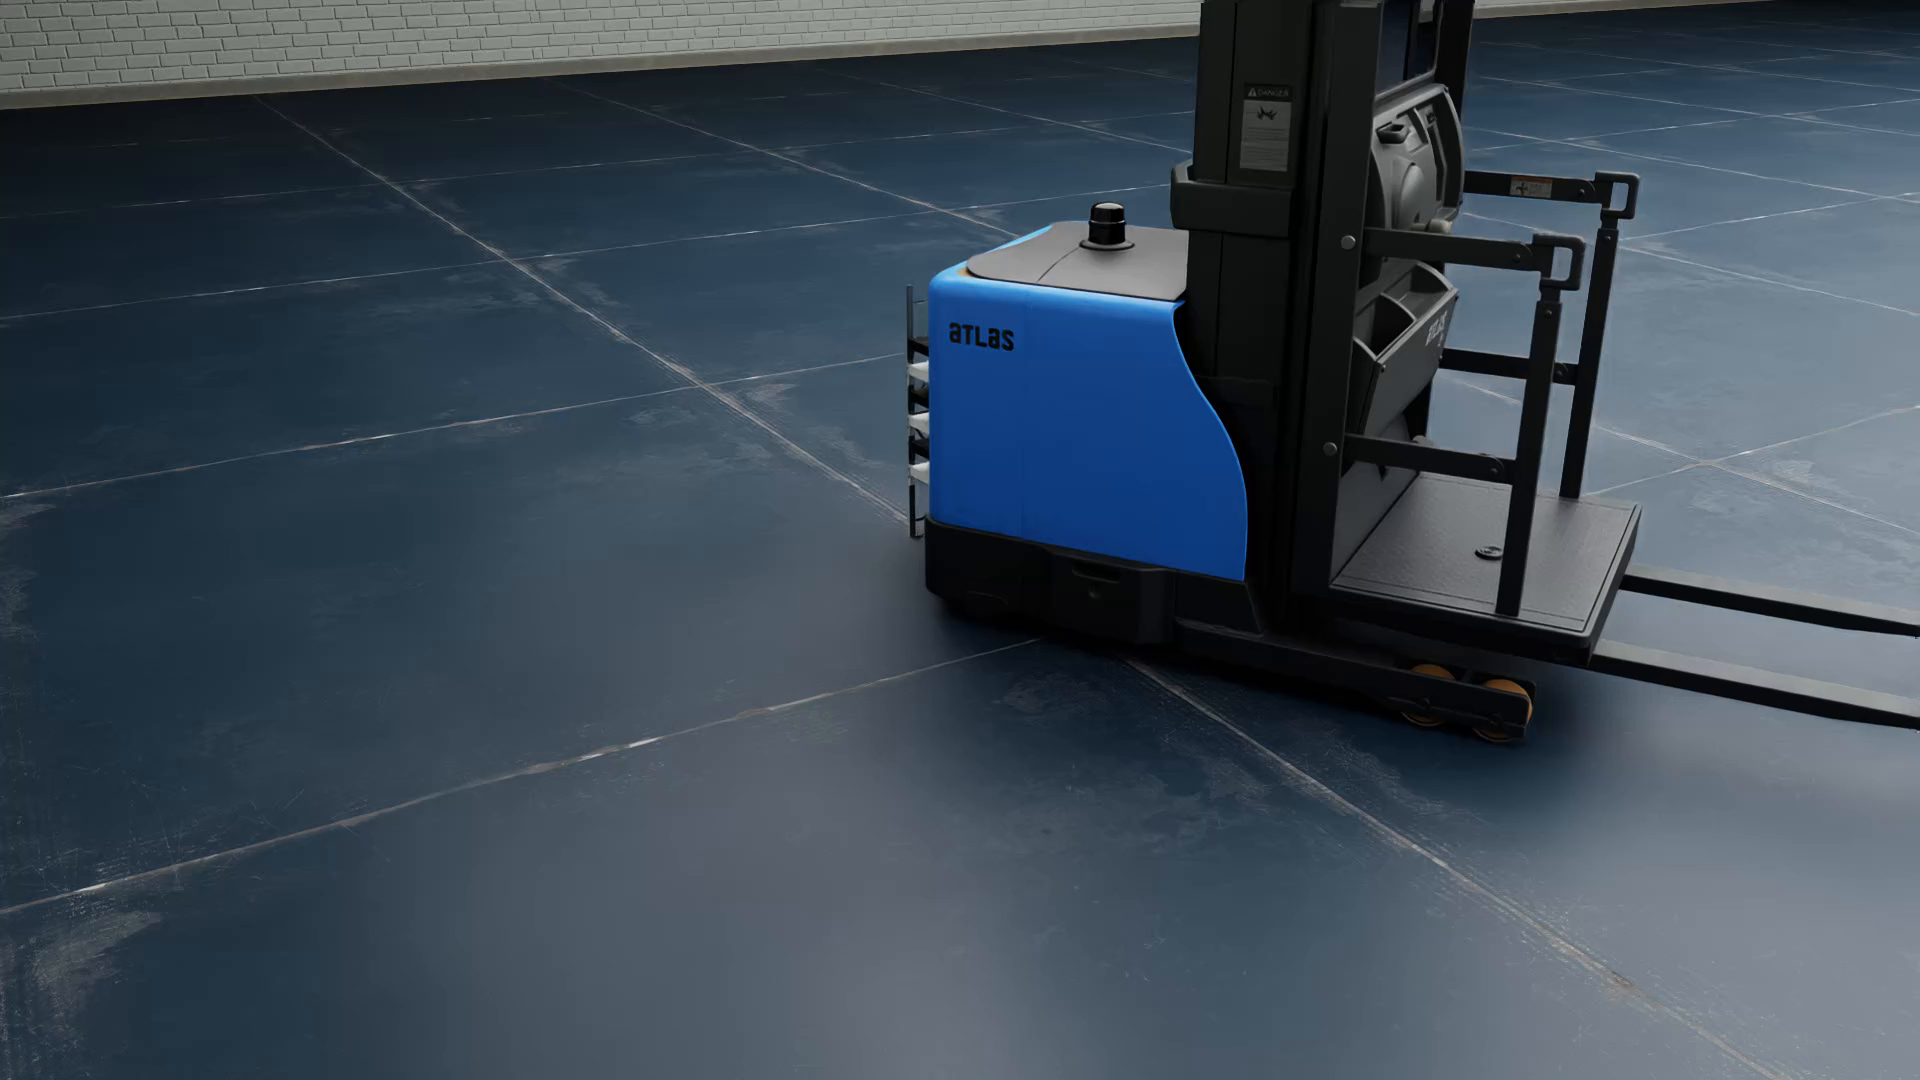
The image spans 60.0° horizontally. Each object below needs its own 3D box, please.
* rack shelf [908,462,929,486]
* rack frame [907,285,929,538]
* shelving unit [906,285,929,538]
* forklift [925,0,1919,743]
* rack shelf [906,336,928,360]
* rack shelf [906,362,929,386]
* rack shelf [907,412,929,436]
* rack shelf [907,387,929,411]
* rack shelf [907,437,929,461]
[{"bbox_3d":[-0.018,-0.219,5.721,0.258,0.077,0.200,-14,26,-31],"label":"rack shelf"},{"bbox_3d":[-0.075,-0.448,5.719,0.240,0.900,0.006,-14,26,-31],"label":"rack frame"},{"bbox_3d":[-0.018,-0.416,5.640,0.258,0.900,0.210,-14,26,-31],"label":"shelving unit"},{"bbox_3d":[1.437,-1.042,4.481,3.031,2.935,1.130,11,25,26],"label":"forklift"},{"bbox_3d":[-0.018,-0.635,5.551,0.258,0.077,0.200,-14,26,-31],"label":"rack shelf"},{"bbox_3d":[-0.018,-0.552,5.585,0.258,0.077,0.200,-14,26,-31],"label":"rack shelf"},{"bbox_3d":[-0.018,-0.385,5.653,0.258,0.077,0.200,-14,26,-31],"label":"rack shelf"},{"bbox_3d":[-0.018,-0.469,5.619,0.258,0.077,0.200,-14,26,-31],"label":"rack shelf"},{"bbox_3d":[-0.018,-0.302,5.687,0.258,0.077,0.200,-14,26,-31],"label":"rack shelf"}]
